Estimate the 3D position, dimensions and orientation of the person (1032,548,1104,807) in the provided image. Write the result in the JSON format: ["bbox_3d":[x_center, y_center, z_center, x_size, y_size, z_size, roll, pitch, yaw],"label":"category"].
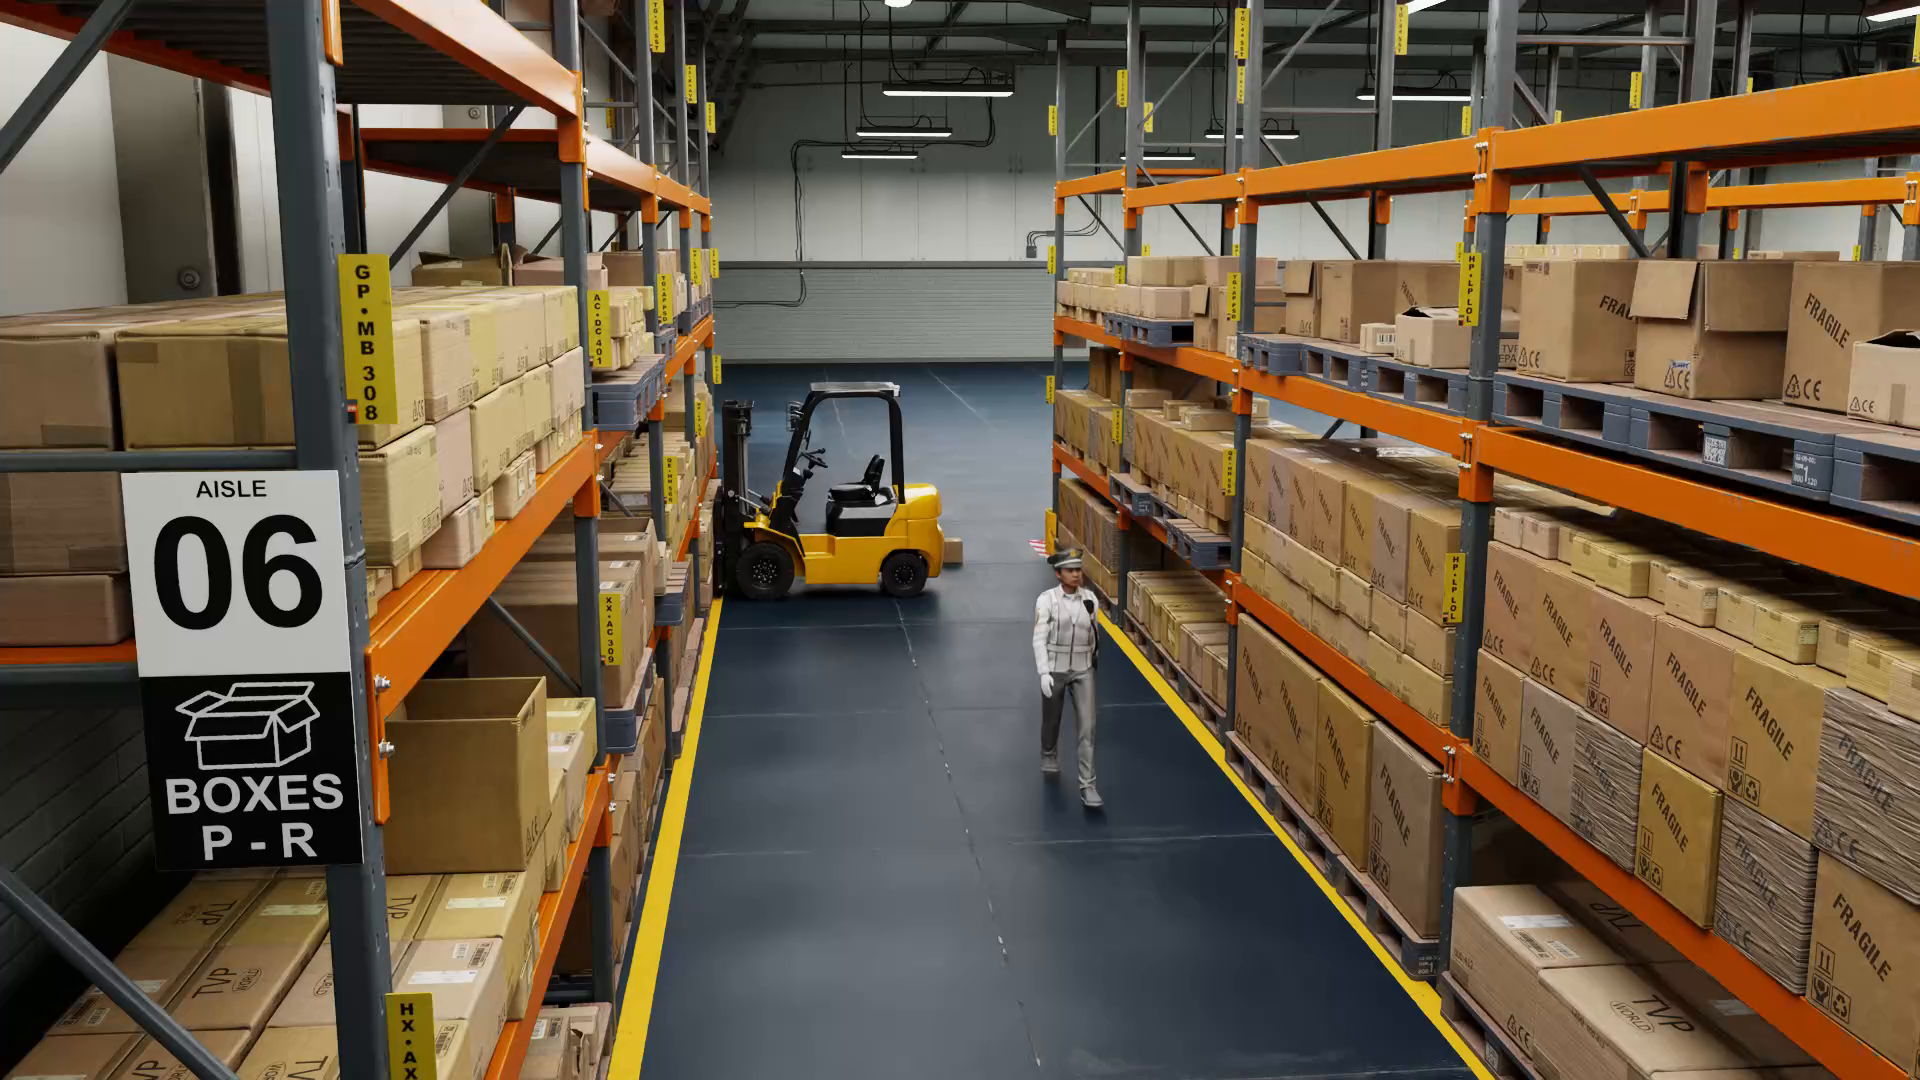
[{"bbox_3d":[0.710,0.859,10.970,0.477,1.636,0.993,-1,10,-6],"label":"person"}]
